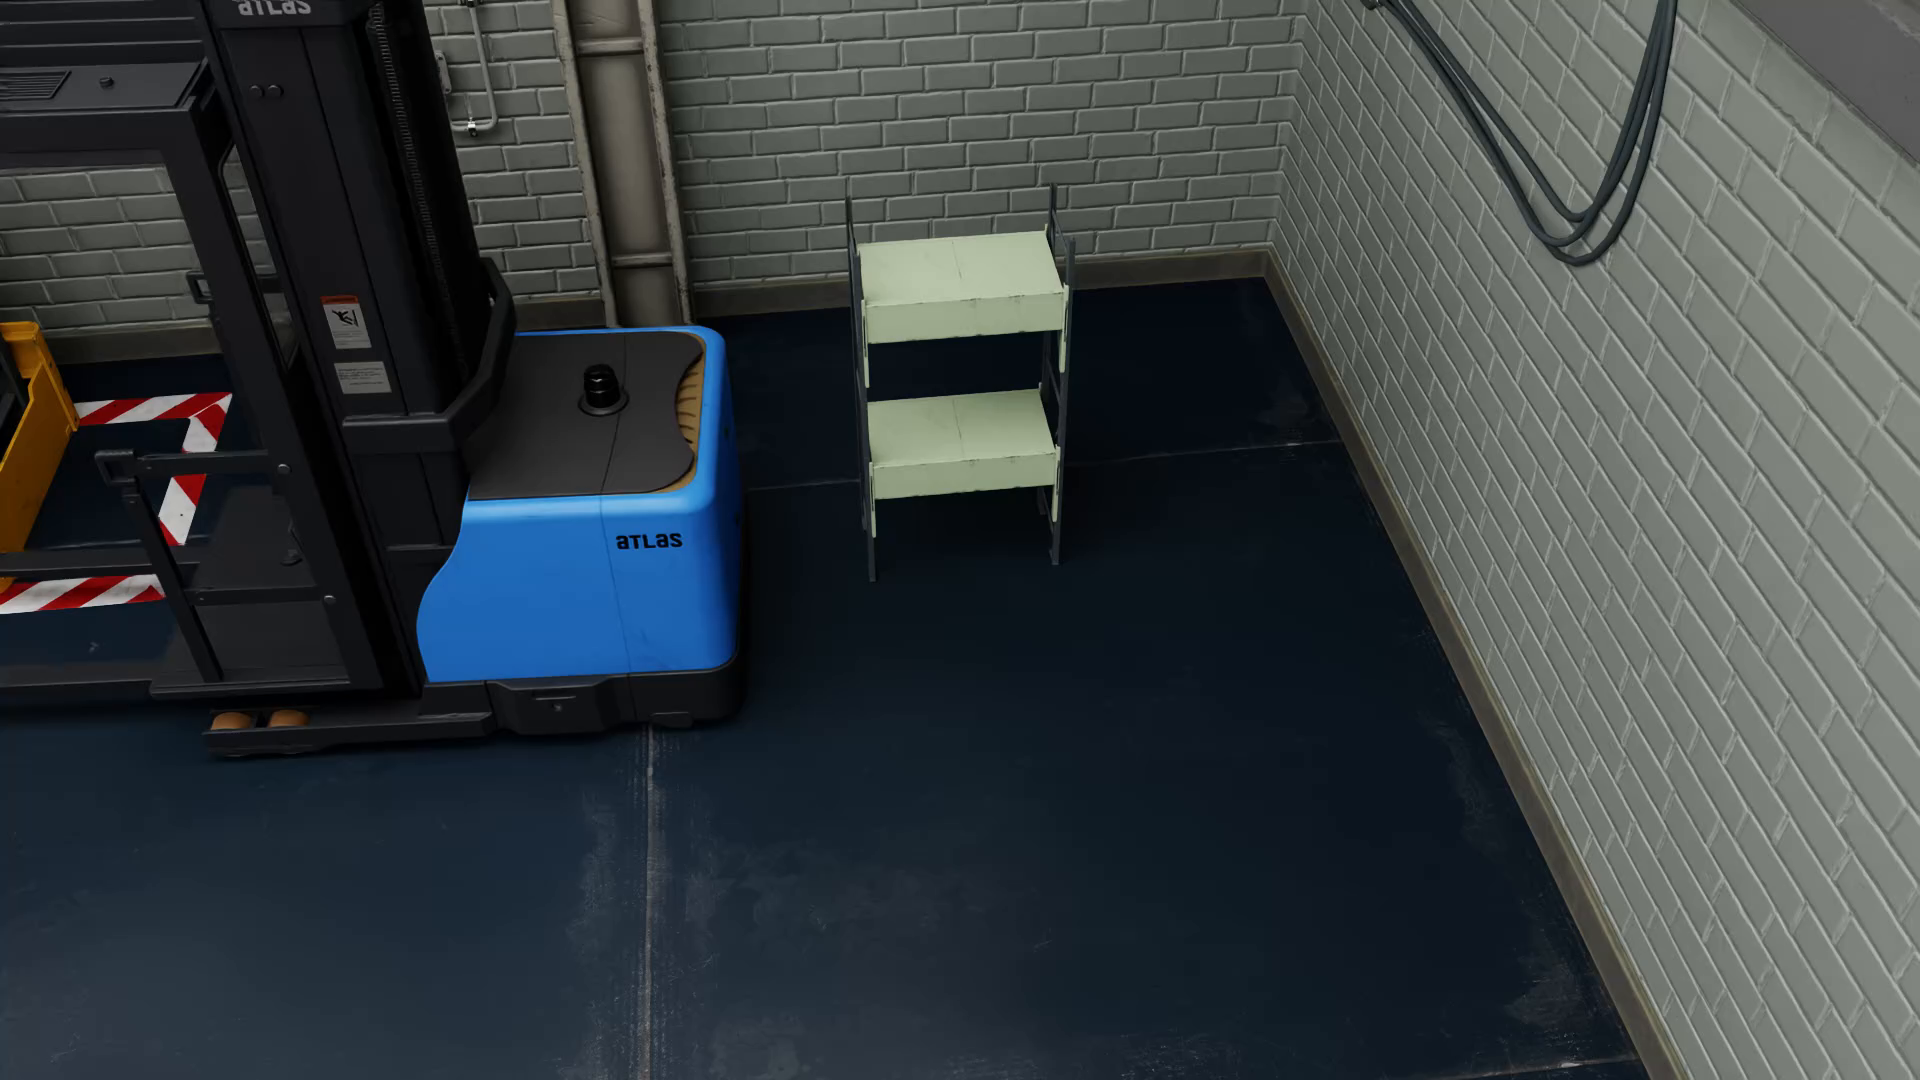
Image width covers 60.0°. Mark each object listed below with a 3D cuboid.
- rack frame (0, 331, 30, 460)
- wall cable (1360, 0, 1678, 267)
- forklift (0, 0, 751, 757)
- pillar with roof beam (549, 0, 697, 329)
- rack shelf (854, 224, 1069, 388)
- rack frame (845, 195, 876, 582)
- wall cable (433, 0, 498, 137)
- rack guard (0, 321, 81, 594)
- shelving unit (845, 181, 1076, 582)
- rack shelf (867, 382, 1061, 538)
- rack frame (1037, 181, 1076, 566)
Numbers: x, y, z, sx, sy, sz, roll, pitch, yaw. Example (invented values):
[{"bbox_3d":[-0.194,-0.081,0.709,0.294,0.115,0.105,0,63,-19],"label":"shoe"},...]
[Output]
[{"bbox_3d":[-4.001,-1.267,5.915,0.127,3.000,1.000,-5,42,-6],"label":"rack frame"},{"bbox_3d":[1.653,-2.596,5.228,0.112,2.526,3.097,-5,42,-6],"label":"wall cable"},{"bbox_3d":[-2.318,-0.687,5.324,3.031,2.935,1.130,-3,42,-3],"label":"forklift"},{"bbox_3d":[-0.878,-1.445,1.633,0.400,9.000,9.100,-5,42,-6],"label":"pillar with roof beam"},{"bbox_3d":[-0.007,-0.846,5.986,0.720,0.370,0.431,-5,42,-6],"label":"rack shelf"},{"bbox_3d":[-0.370,-0.525,6.212,0.023,1.500,0.400,-5,42,-6],"label":"rack frame"},{"bbox_3d":[-2.854,-2.384,6.395,1.851,1.984,0.084,-5,42,-6],"label":"wall cable"},{"bbox_3d":[-3.977,-0.341,6.755,0.348,0.500,1.175,-5,42,-6],"label":"rack guard"},{"bbox_3d":[-0.007,-0.556,6.247,0.755,1.500,0.431,-5,42,-6],"label":"shelving unit"},{"bbox_3d":[-0.007,-0.314,6.465,0.720,0.370,0.431,-5,42,-6],"label":"rack shelf"},{"bbox_3d":[0.356,-0.588,6.282,0.023,1.500,0.400,-5,42,-6],"label":"rack frame"}]
